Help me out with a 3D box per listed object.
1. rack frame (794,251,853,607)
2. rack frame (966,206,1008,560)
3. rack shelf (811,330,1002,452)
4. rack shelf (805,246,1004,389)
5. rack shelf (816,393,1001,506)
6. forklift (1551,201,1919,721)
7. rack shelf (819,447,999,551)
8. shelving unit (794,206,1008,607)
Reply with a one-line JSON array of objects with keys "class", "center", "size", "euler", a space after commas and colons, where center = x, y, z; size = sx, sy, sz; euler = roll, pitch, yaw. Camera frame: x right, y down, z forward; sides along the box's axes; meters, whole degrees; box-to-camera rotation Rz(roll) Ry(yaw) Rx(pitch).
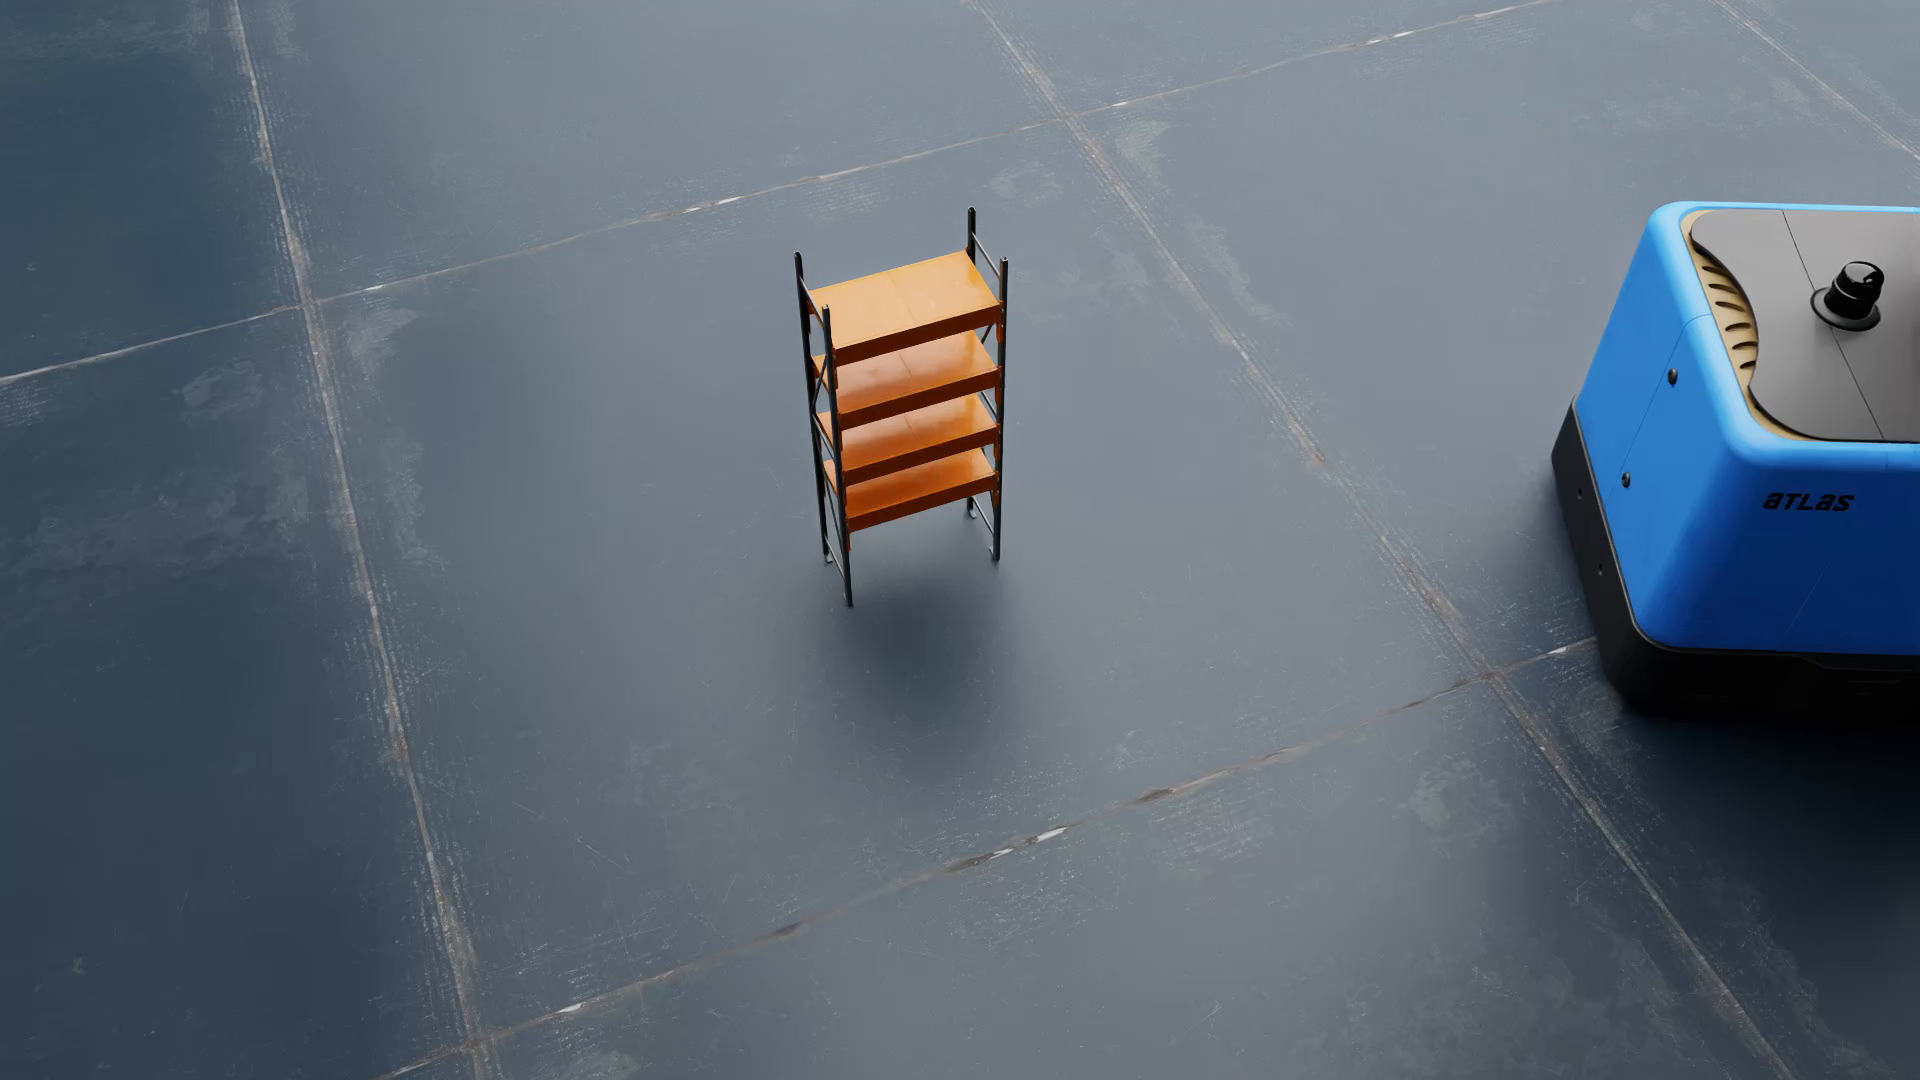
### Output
[{"class": "rack frame", "center": [-0.379, -0.273, 4.694], "size": [0.015, 1.200, 0.240], "euler": [-17, 52, -14]}, {"class": "rack frame", "center": [0.073, -0.413, 4.814], "size": [0.015, 1.200, 0.240], "euler": [-17, 52, -14]}, {"class": "rack shelf", "center": [-0.153, -0.445, 4.635], "size": [0.480, 0.148, 0.258], "euler": [-17, 52, -14]}, {"class": "rack shelf", "center": [-0.153, -0.599, 4.456], "size": [0.480, 0.148, 0.258], "euler": [-17, 52, -14]}, {"class": "rack shelf", "center": [-0.153, -0.300, 4.805], "size": [0.480, 0.148, 0.258], "euler": [-17, 52, -14]}, {"class": "forklift", "center": [3.407, -0.797, 4.003], "size": [3.031, 2.935, 1.130], "euler": [2, 49, 2]}, {"class": "rack shelf", "center": [-0.153, -0.170, 4.956], "size": [0.480, 0.148, 0.258], "euler": [-17, 52, -14]}, {"class": "shelving unit", "center": [-0.153, -0.343, 4.754], "size": [0.503, 1.200, 0.258], "euler": [-17, 52, -14]}]
